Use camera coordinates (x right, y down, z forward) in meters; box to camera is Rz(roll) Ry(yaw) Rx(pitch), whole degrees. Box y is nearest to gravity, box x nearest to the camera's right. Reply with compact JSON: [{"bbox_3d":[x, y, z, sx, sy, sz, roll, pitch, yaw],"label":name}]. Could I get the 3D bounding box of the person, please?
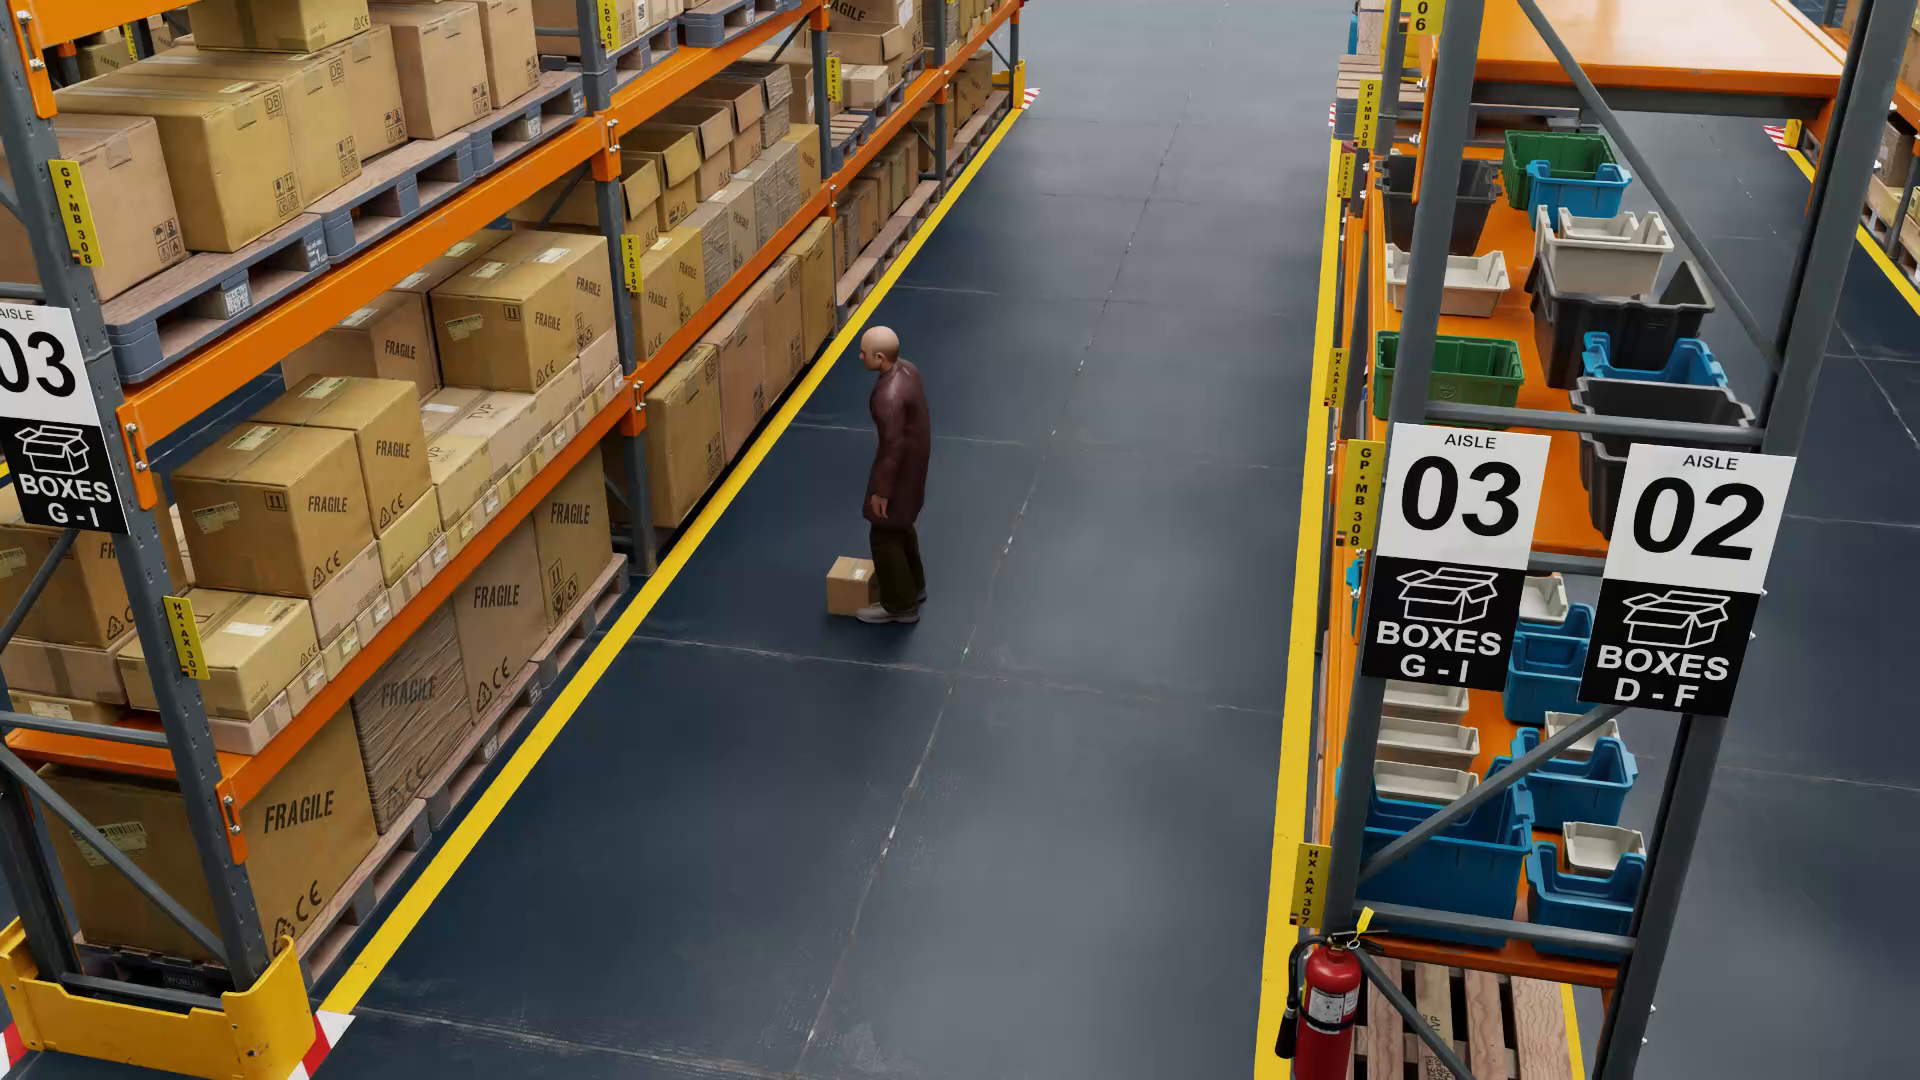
[{"bbox_3d":[-0.377,-0.367,9.320,0.429,1.772,0.647,4,29,8],"label":"person"}]
